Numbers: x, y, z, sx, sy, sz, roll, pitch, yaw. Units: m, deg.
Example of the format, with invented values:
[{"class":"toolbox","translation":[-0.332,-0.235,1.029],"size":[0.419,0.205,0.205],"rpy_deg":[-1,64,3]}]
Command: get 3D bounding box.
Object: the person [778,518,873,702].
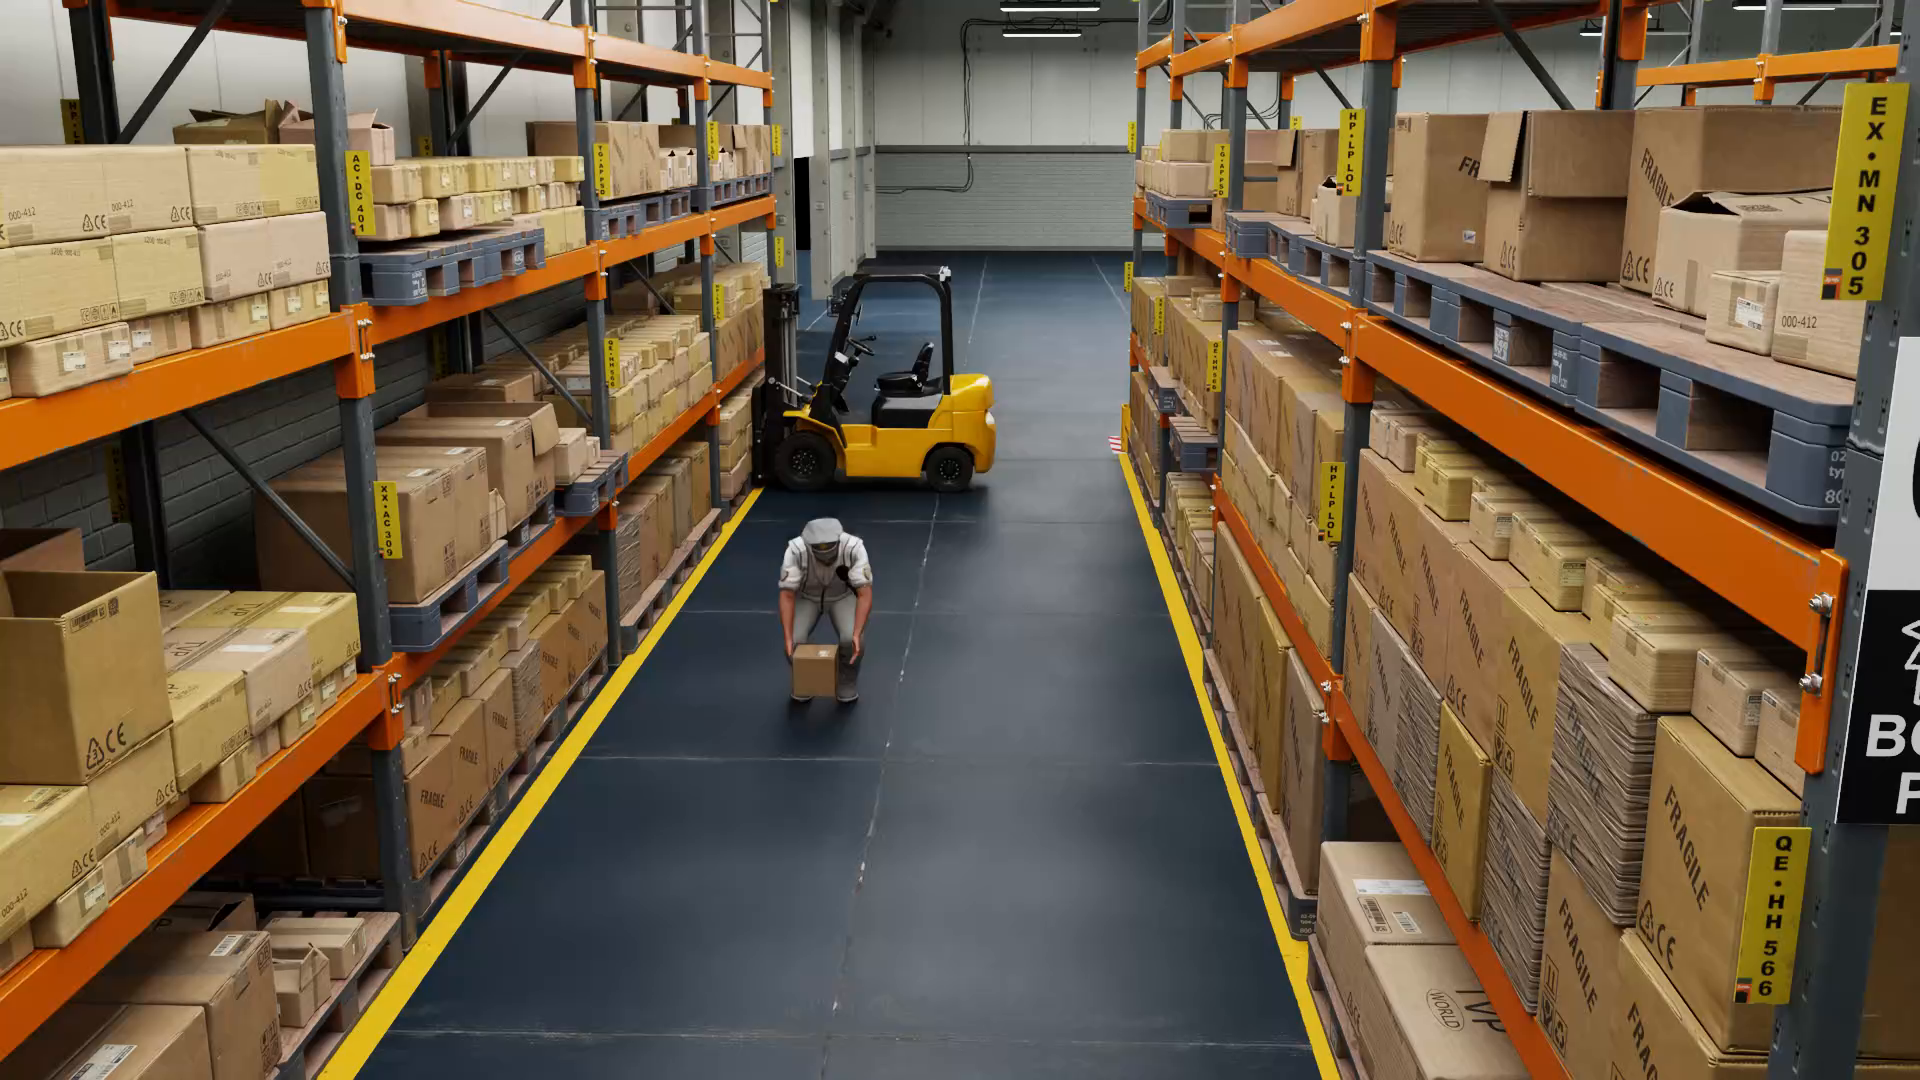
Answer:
[{"class":"person","translation":[-0.822,0.413,10.384],"size":[0.581,1.241,0.882],"rpy_deg":[0,14,1]}]
